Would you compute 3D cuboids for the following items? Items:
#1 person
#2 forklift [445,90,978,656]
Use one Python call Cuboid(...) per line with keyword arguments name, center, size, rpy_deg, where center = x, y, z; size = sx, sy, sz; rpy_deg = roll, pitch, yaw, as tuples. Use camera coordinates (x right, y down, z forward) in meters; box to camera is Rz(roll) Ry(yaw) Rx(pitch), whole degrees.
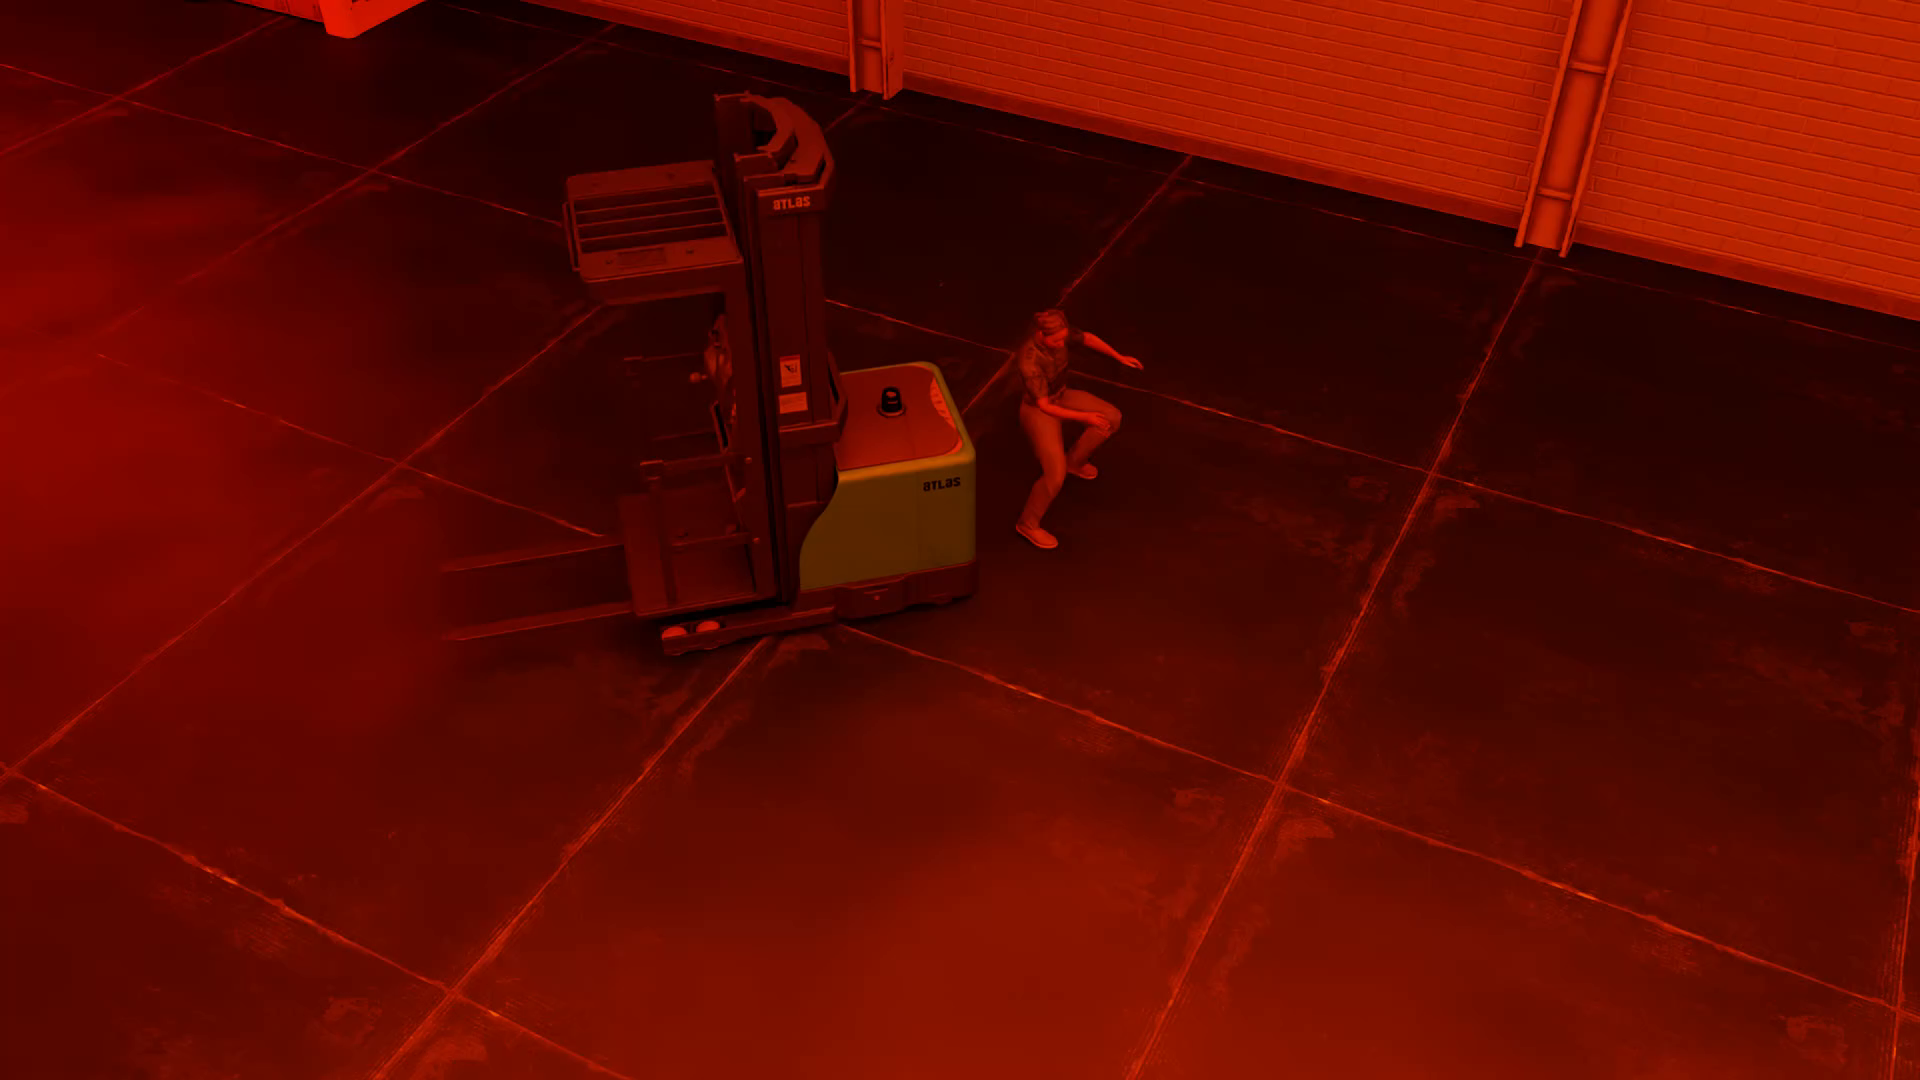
Cuboid(name="person", center=(0.687, -0.752, 10.043), size=(0.716, 1.427, 0.873), rpy_deg=(26, 47, 28))
Cuboid(name="forklift", center=(-1.470, -0.841, 8.985), size=(3.031, 2.935, 1.130), rpy_deg=(-9, 41, -11))
